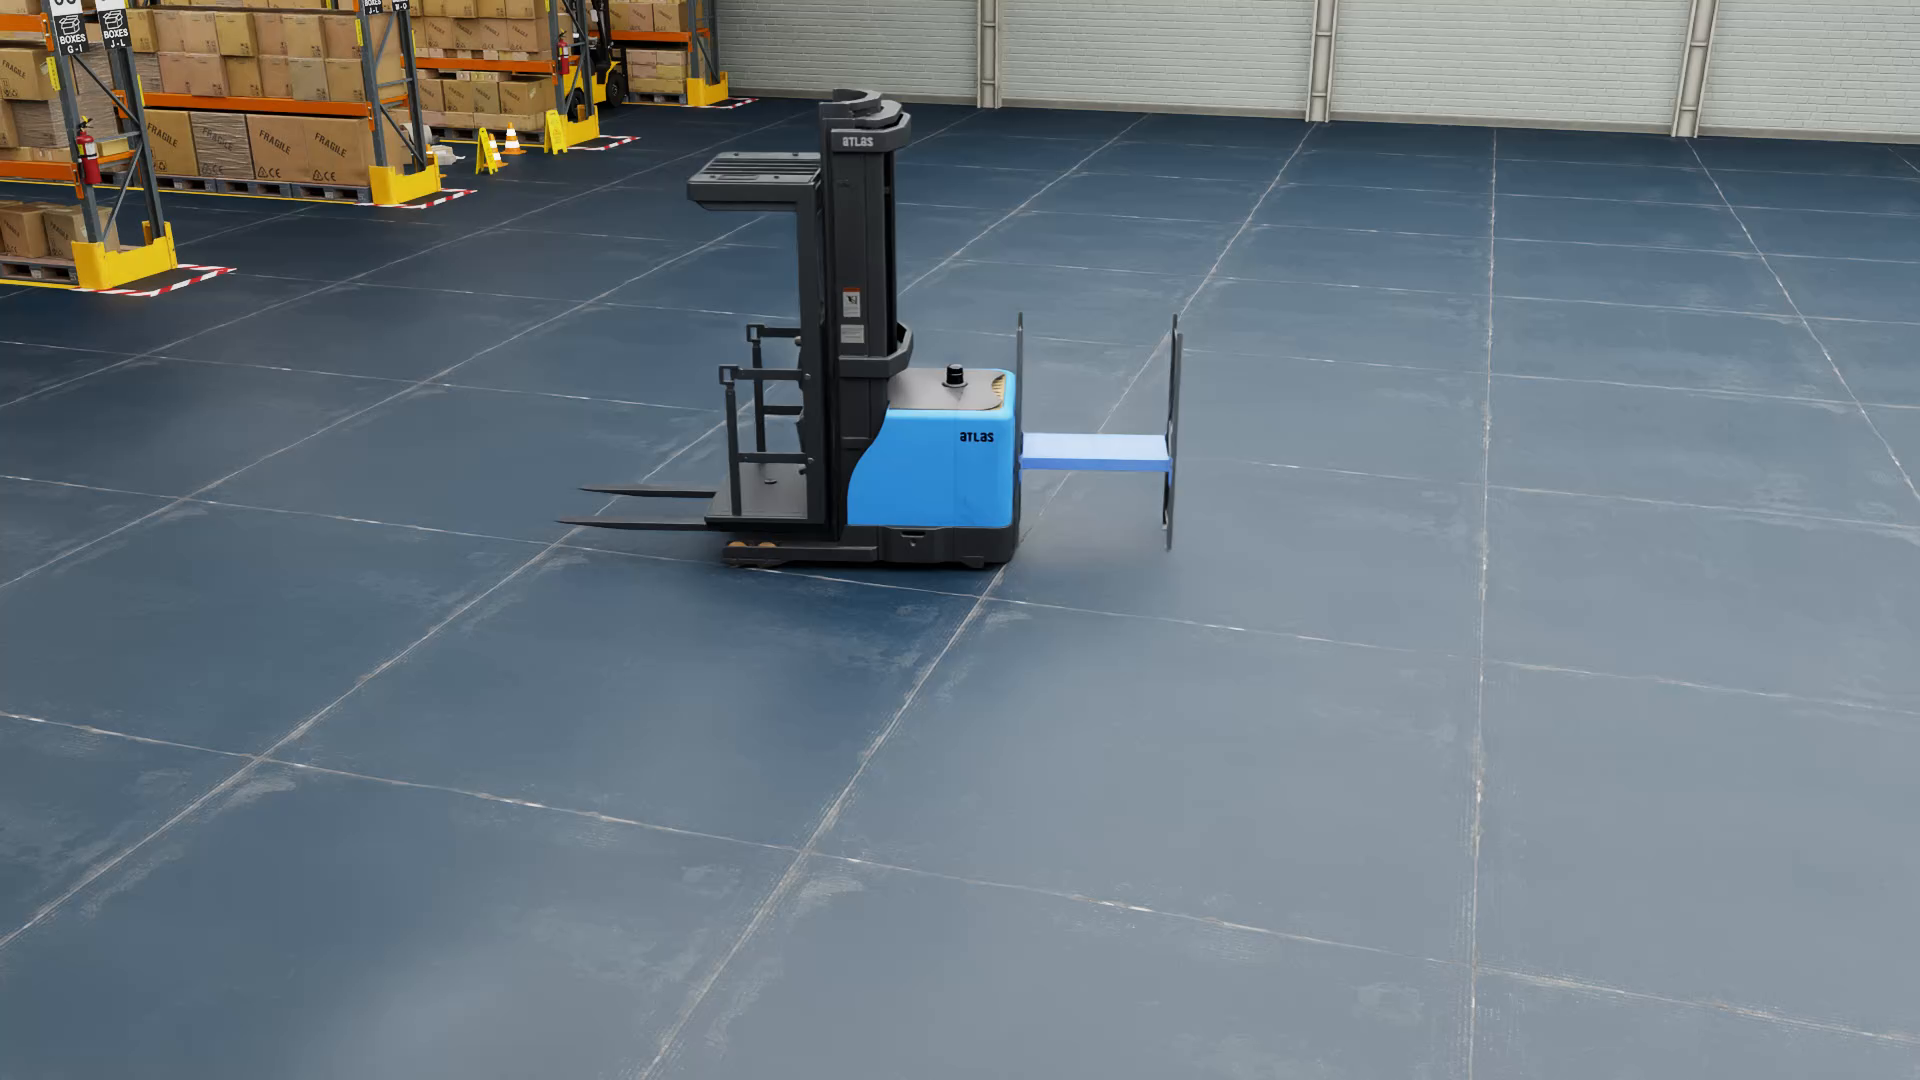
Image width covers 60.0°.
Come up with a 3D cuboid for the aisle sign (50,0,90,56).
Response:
[{"bbox_3d":[-9.109,-5.367,16.976,0.004,0.787,0.394,7,23,16],"label":"aisle sign"}]

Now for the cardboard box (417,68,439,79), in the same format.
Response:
[{"bbox_3d":[-8.708,-7.606,27.087,0.250,0.149,0.380,8,24,19],"label":"cardboard box"}]

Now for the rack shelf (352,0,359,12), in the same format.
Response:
[{"bbox_3d":[-9.466,-7.345,22.220,4.000,0.370,1.077,7,23,16],"label":"rack shelf"}]

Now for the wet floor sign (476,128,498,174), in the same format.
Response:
[{"bbox_3d":[-6.952,-5.698,24.311,0.232,0.644,0.267,3,22,6],"label":"wet floor sign"}]

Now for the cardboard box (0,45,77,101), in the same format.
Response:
[{"bbox_3d":[-9.679,-4.897,17.415,0.500,0.500,0.500,7,23,16],"label":"cardboard box"}]

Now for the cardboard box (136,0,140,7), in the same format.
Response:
[{"bbox_3d":[-14.279,-9.409,28.807,0.500,0.500,0.500,6,23,14],"label":"cardboard box"}]

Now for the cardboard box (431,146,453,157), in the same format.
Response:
[{"bbox_3d":[-8.056,-5.971,25.631,0.380,0.149,0.250,-20,29,-39],"label":"cardboard box"}]

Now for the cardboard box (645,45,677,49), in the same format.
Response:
[{"bbox_3d":[-5.673,-9.244,31.606,0.500,0.250,0.500,7,23,16],"label":"cardboard box"}]

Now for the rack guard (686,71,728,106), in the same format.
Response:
[{"bbox_3d":[-4.765,-8.525,31.395,0.348,0.500,1.175,7,23,16],"label":"rack guard"}]

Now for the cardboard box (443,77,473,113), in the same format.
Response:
[{"bbox_3d":[-8.043,-7.257,27.090,0.500,0.500,0.500,6,23,14],"label":"cardboard box"}]

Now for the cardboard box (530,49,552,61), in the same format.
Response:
[{"bbox_3d":[-6.638,-7.728,26.488,0.250,0.149,0.380,7,23,17],"label":"cardboard box"}]

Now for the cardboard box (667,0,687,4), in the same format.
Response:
[{"bbox_3d":[-5.201,-9.967,30.629,0.250,0.149,0.380,7,23,16],"label":"cardboard box"}]

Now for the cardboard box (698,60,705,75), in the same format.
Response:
[{"bbox_3d":[-5.179,-8.965,31.584,0.500,0.250,0.500,7,23,16],"label":"cardboard box"}]

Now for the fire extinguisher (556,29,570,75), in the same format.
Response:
[{"bbox_3d":[-6.242,-7.665,26.105,0.183,0.674,0.296,7,23,16],"label":"fire extinguisher"}]

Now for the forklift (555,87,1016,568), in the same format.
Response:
[{"bbox_3d":[-1.147,-1.371,10.749,3.031,2.935,1.130,1,22,3],"label":"forklift"}]

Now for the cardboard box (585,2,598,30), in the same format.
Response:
[{"bbox_3d":[-6.805,-9.857,31.215,0.500,0.500,0.500,7,23,16],"label":"cardboard box"}]

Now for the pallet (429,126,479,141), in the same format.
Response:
[{"bbox_3d":[-8.223,-6.835,27.655,1.213,0.211,1.003,7,23,16],"label":"pallet"}]

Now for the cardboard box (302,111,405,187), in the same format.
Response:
[{"bbox_3d":[-8.220,-5.333,22.564,0.875,0.875,0.875,7,23,16],"label":"cardboard box"}]

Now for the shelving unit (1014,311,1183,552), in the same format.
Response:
[{"bbox_3d":[0.897,-0.717,11.042,1.048,1.500,0.538,1,22,3],"label":"shelving unit"}]

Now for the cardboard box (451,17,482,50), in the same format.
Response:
[{"bbox_3d":[-7.774,-8.137,26.630,0.500,0.500,0.500,6,23,15],"label":"cardboard box"}]

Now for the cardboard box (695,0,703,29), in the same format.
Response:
[{"bbox_3d":[-5.182,-9.886,31.287,0.500,0.500,0.500,7,23,17],"label":"cardboard box"}]

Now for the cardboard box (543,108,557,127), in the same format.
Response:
[{"bbox_3d":[-6.911,-6.992,27.432,0.500,0.250,0.500,6,23,15],"label":"cardboard box"}]

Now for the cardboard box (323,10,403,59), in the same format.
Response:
[{"bbox_3d":[-7.896,-6.695,22.018,0.550,0.550,0.875,7,23,16],"label":"cardboard box"}]

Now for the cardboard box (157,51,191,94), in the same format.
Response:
[{"bbox_3d":[-10.491,-6.491,22.944,0.550,0.550,0.875,7,23,16],"label":"cardboard box"}]

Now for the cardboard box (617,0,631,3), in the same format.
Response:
[{"bbox_3d":[-6.189,-10.078,30.901,0.250,0.149,0.380,6,23,14],"label":"cardboard box"}]

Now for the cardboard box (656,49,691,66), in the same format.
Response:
[{"bbox_3d":[-5.319,-9.006,31.026,0.500,0.250,0.500,7,23,17],"label":"cardboard box"}]

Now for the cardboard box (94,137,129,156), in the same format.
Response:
[{"bbox_3d":[-9.285,-4.282,18.087,0.250,0.149,0.380,7,23,16],"label":"cardboard box"}]

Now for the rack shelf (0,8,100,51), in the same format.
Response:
[{"bbox_3d":[-10.996,-5.554,17.853,4.000,0.370,1.077,7,23,16],"label":"rack shelf"}]

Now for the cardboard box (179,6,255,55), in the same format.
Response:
[{"bbox_3d":[-10.001,-6.898,22.514,0.550,0.550,0.875,7,23,16],"label":"cardboard box"}]

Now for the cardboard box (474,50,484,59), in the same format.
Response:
[{"bbox_3d":[-7.612,-7.847,26.780,0.250,0.149,0.380,7,23,16],"label":"cardboard box"}]

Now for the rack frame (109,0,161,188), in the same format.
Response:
[{"bbox_3d":[-11.381,-6.510,23.187,0.127,3.000,1.000,7,23,16],"label":"rack frame"}]

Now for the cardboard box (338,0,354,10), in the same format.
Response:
[{"bbox_3d":[-9.690,-8.839,27.024,0.500,0.500,0.700,6,23,15],"label":"cardboard box"}]

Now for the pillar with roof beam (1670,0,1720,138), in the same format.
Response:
[{"bbox_3d":[10.795,-9.327,22.149,0.400,9.000,9.100,7,23,16],"label":"pillar with roof beam"}]

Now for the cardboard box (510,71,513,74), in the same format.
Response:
[{"bbox_3d":[-9.121,-9.272,32.497,0.625,0.625,0.875,8,24,18],"label":"cardboard box"}]

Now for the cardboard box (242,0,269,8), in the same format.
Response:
[{"bbox_3d":[-11.524,-8.777,27.638,0.500,0.500,0.500,7,23,17],"label":"cardboard box"}]

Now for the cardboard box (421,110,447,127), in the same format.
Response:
[{"bbox_3d":[-8.538,-6.967,27.372,0.500,0.250,0.500,6,23,15],"label":"cardboard box"}]

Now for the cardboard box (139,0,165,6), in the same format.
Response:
[{"bbox_3d":[-13.514,-9.002,28.187,0.500,0.500,0.500,6,23,14],"label":"cardboard box"}]

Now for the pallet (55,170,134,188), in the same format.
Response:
[{"bbox_3d":[-12.142,-5.277,23.856,1.213,0.211,1.003,7,23,16],"label":"pallet"}]

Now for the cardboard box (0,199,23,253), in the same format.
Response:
[{"bbox_3d":[-10.850,-3.521,18.642,0.500,0.500,0.500,9,24,20],"label":"cardboard box"}]

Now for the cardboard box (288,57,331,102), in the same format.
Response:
[{"bbox_3d":[-8.453,-6.217,22.276,0.550,0.550,0.875,7,23,16],"label":"cardboard box"}]

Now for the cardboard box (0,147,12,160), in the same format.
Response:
[{"bbox_3d":[-10.142,-4.189,17.862,0.250,0.149,0.380,7,23,16],"label":"cardboard box"}]

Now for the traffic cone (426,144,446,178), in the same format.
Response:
[{"bbox_3d":[-7.650,-5.472,23.999,0.334,0.463,0.336,7,23,16],"label":"traffic cone"}]

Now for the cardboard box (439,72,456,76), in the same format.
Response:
[{"bbox_3d":[-8.428,-7.510,27.708,0.500,0.500,0.500,8,24,18],"label":"cardboard box"}]

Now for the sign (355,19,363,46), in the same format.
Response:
[{"bbox_3d":[-7.722,-6.521,21.376,0.005,0.325,0.100,7,23,16],"label":"sign"}]

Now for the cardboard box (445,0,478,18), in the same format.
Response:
[{"bbox_3d":[-7.771,-8.581,26.395,0.500,0.500,0.700,6,23,15],"label":"cardboard box"}]

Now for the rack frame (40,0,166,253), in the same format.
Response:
[{"bbox_3d":[-9.081,-4.280,17.752,0.127,3.000,1.000,7,23,16],"label":"rack frame"}]

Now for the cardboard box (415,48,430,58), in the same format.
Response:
[{"bbox_3d":[-8.617,-7.908,26.928,0.250,0.149,0.380,7,23,16],"label":"cardboard box"}]

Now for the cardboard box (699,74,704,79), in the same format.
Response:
[{"bbox_3d":[-5.202,-8.732,31.674,0.500,0.250,0.500,7,23,16],"label":"cardboard box"}]

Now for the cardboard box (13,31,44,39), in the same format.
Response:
[{"bbox_3d":[-12.835,-7.182,23.377,0.500,0.500,0.700,7,23,16],"label":"cardboard box"}]

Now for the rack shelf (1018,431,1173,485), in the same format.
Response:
[{"bbox_3d":[0.897,-0.551,11.110,1.000,0.185,0.538,1,22,3],"label":"rack shelf"}]
